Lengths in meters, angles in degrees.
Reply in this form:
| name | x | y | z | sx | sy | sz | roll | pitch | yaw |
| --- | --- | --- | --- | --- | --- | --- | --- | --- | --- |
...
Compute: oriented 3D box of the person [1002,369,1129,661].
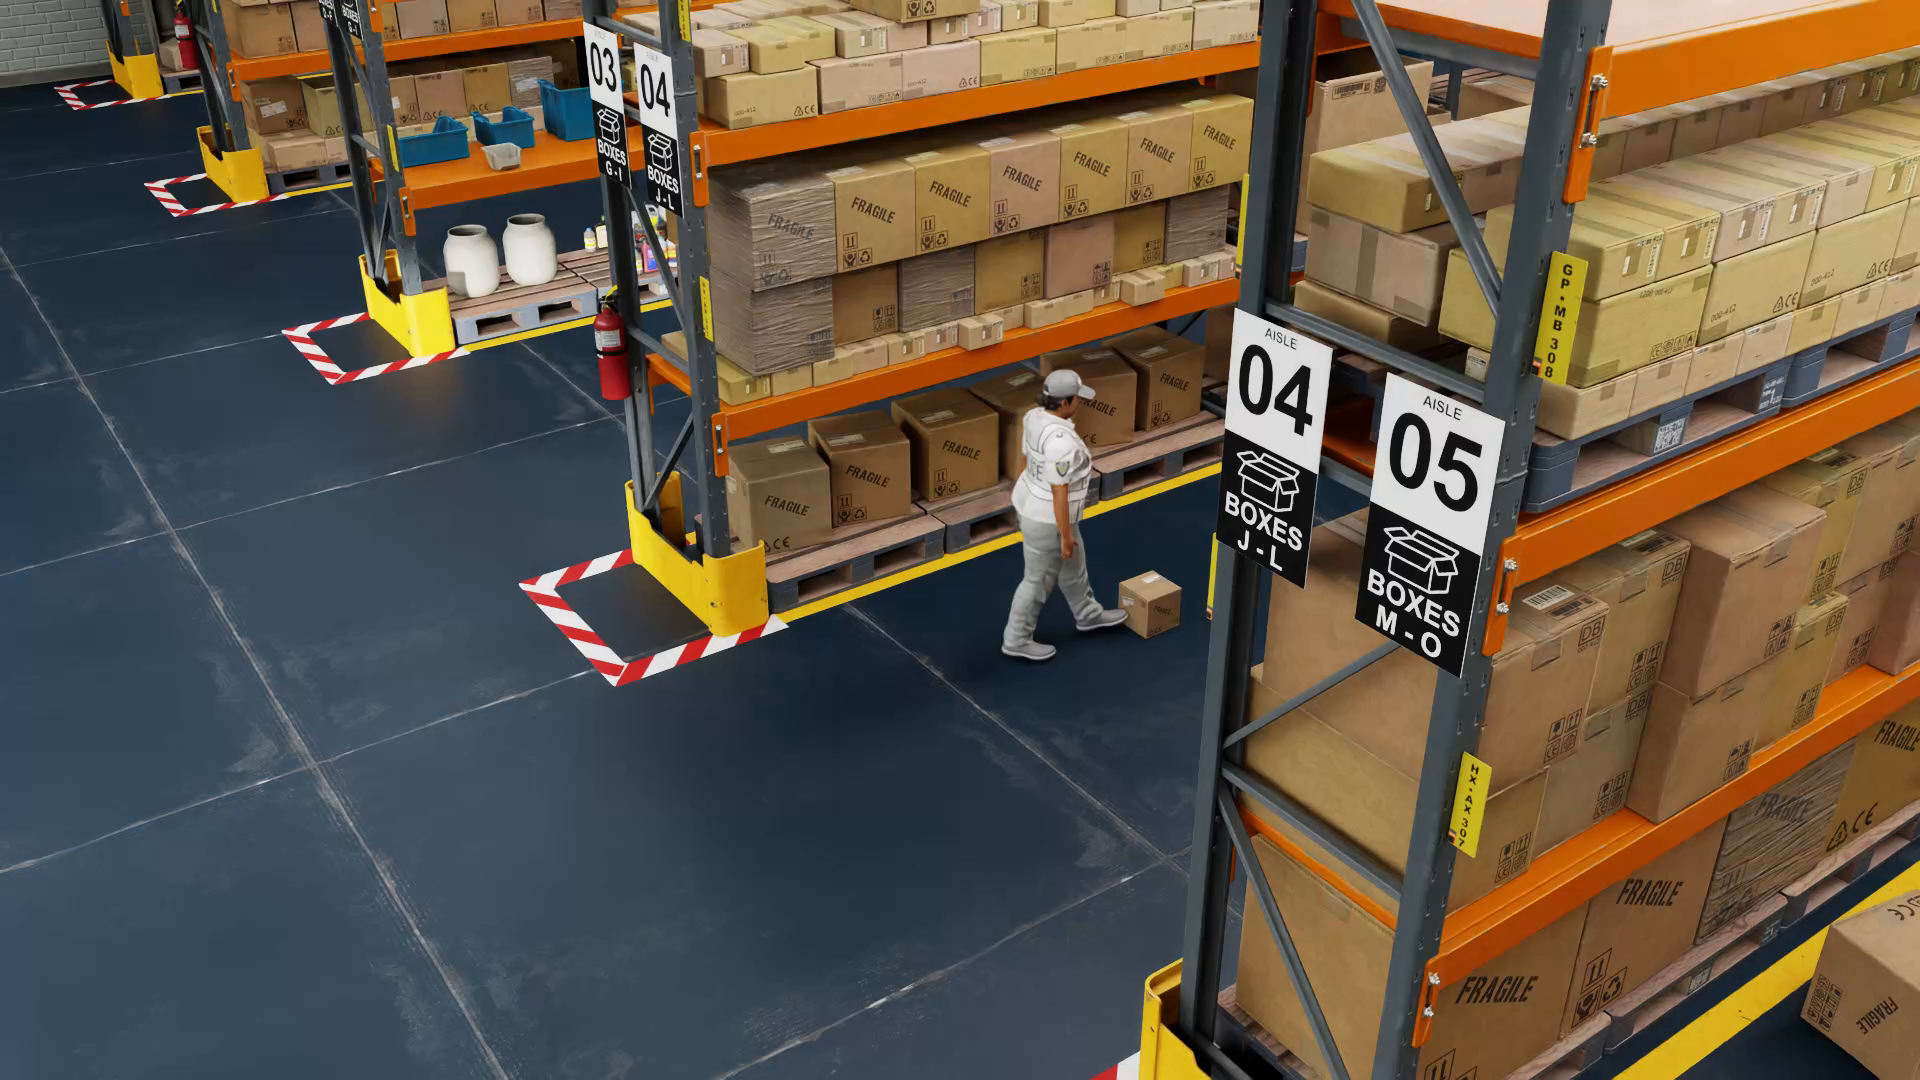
| name | x | y | z | sx | sy | sz | roll | pitch | yaw |
| --- | --- | --- | --- | --- | --- | --- | --- | --- | --- |
| person | 0.595 | -0.139 | 8.868 | 0.760 | 1.650 | 0.501 | -5 | 29 | -9 |
